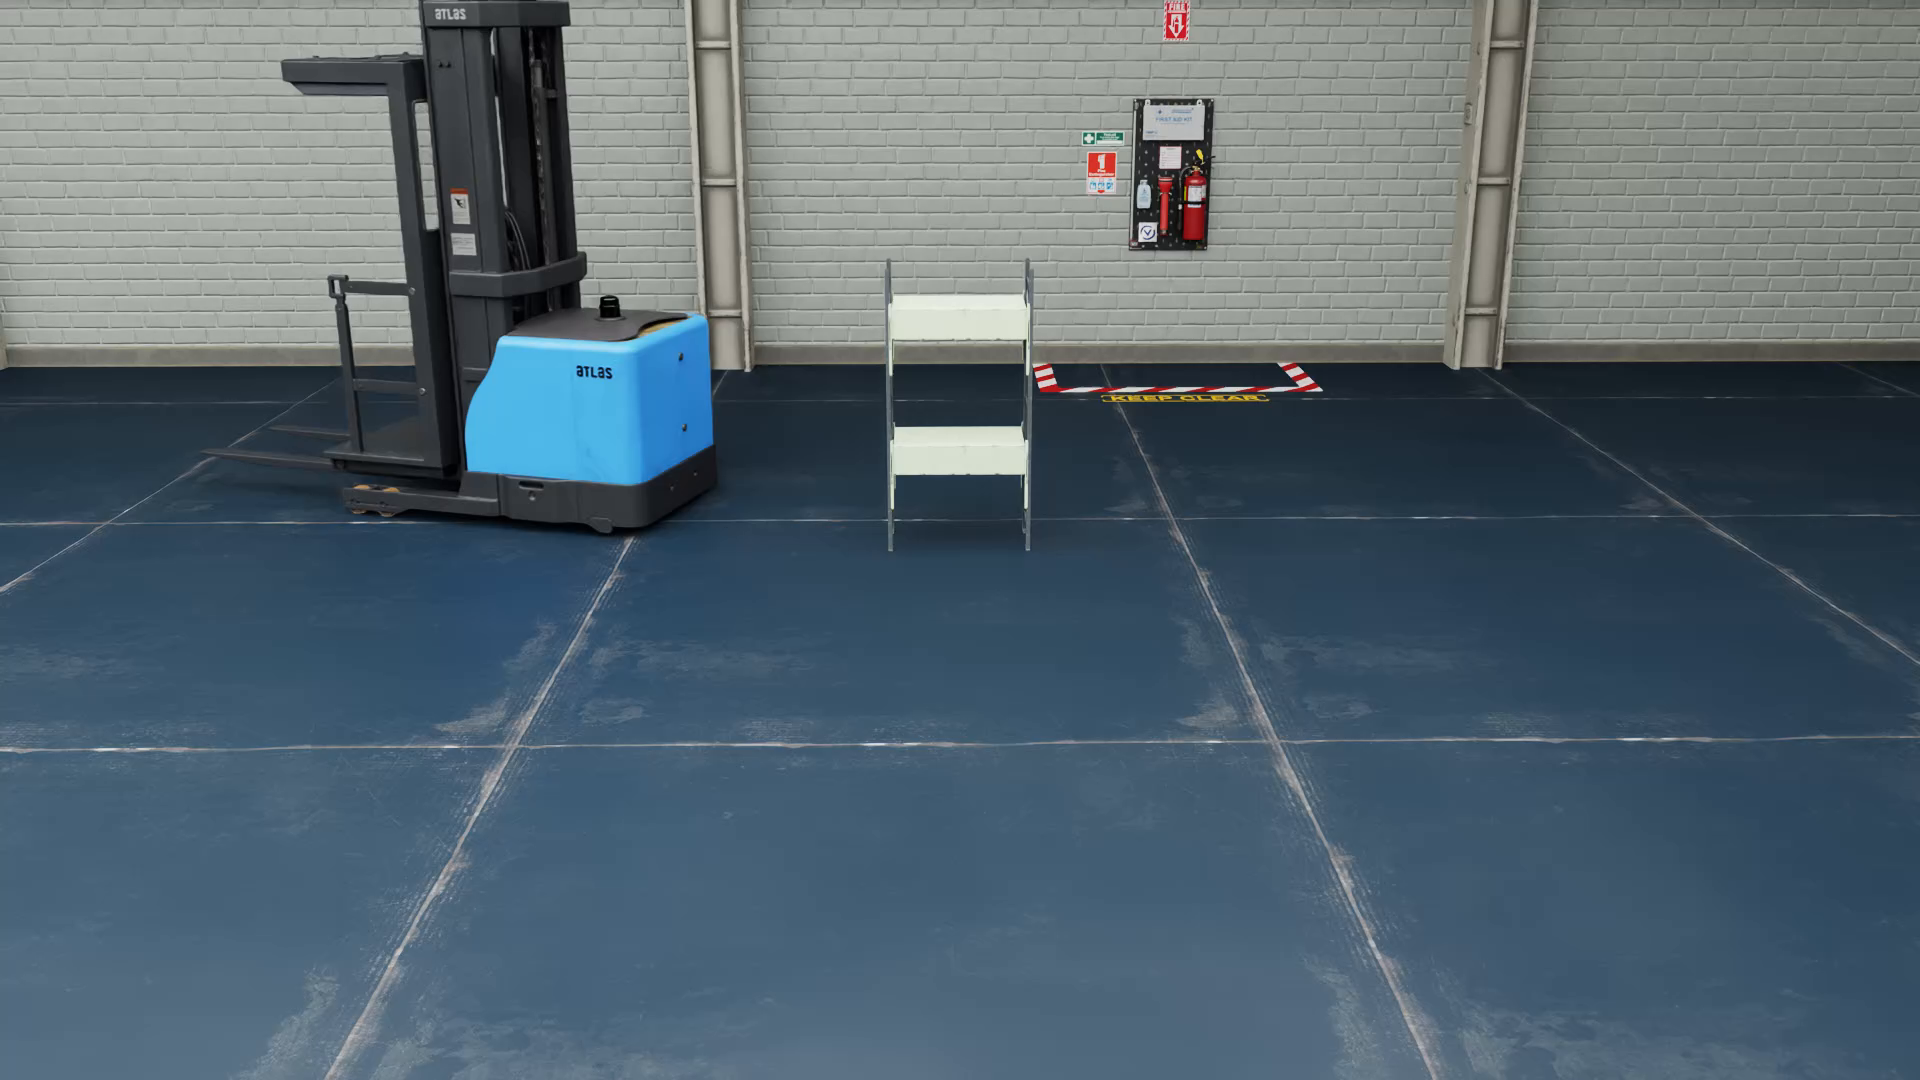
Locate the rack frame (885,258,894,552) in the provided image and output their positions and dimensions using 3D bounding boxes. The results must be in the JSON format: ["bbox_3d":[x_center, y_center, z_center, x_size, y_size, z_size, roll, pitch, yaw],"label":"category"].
[{"bbox_3d":[-0.373,-0.712,8.813,0.023,1.500,0.400,0,18,-1],"label":"rack frame"}]

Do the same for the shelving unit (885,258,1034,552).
[{"bbox_3d":[-0.007,-0.714,8.818,0.755,1.500,0.431,0,18,-1],"label":"shelving unit"}]

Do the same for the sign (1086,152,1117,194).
[{"bbox_3d":[1.114,-2.887,13.079,0.234,0.329,0.001,0,18,-1],"label":"sign"}]

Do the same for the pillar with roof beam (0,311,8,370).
[{"bbox_3d":[-7.791,-4.326,7.800,0.400,9.000,9.100,0,18,-1],"label":"pillar with roof beam"}]

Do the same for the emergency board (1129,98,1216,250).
[{"bbox_3d":[1.668,-2.841,12.994,0.643,1.169,0.194,0,18,-1],"label":"emergency board"}]

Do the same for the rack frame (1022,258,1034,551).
[{"bbox_3d":[0.359,-0.716,8.824,0.023,1.500,0.400,0,18,-1],"label":"rack frame"}]

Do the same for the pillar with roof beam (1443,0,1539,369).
[{"bbox_3d":[4.208,-4.383,7.980,0.400,9.000,9.100,0,18,-1],"label":"pillar with roof beam"}]

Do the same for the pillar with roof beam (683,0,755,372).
[{"bbox_3d":[-1.792,-4.355,7.890,0.400,9.000,9.100,0,18,-1],"label":"pillar with roof beam"}]

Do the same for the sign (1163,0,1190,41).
[{"bbox_3d":[1.658,-3.976,12.735,0.199,0.298,0.001,0,18,-1],"label":"sign"}]

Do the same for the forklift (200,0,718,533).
[{"bbox_3d":[-3.014,-1.673,9.464,3.031,2.935,1.130,5,19,16],"label":"forklift"}]

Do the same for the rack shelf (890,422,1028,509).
[{"bbox_3d":[-0.007,-0.404,8.918,0.720,0.370,0.431,0,18,-1],"label":"rack shelf"}]

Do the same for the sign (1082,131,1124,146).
[{"bbox_3d":[1.118,-3.137,12.990,0.331,0.109,0.001,0,18,-1],"label":"sign"}]

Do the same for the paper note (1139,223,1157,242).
[{"bbox_3d":[1.490,-2.442,13.192,0.142,0.148,0.016,0,18,-1],"label":"paper note"}]

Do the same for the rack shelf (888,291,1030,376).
[{"bbox_3d":[-0.007,-1.086,8.699,0.720,0.370,0.431,0,18,-1],"label":"rack shelf"}]
